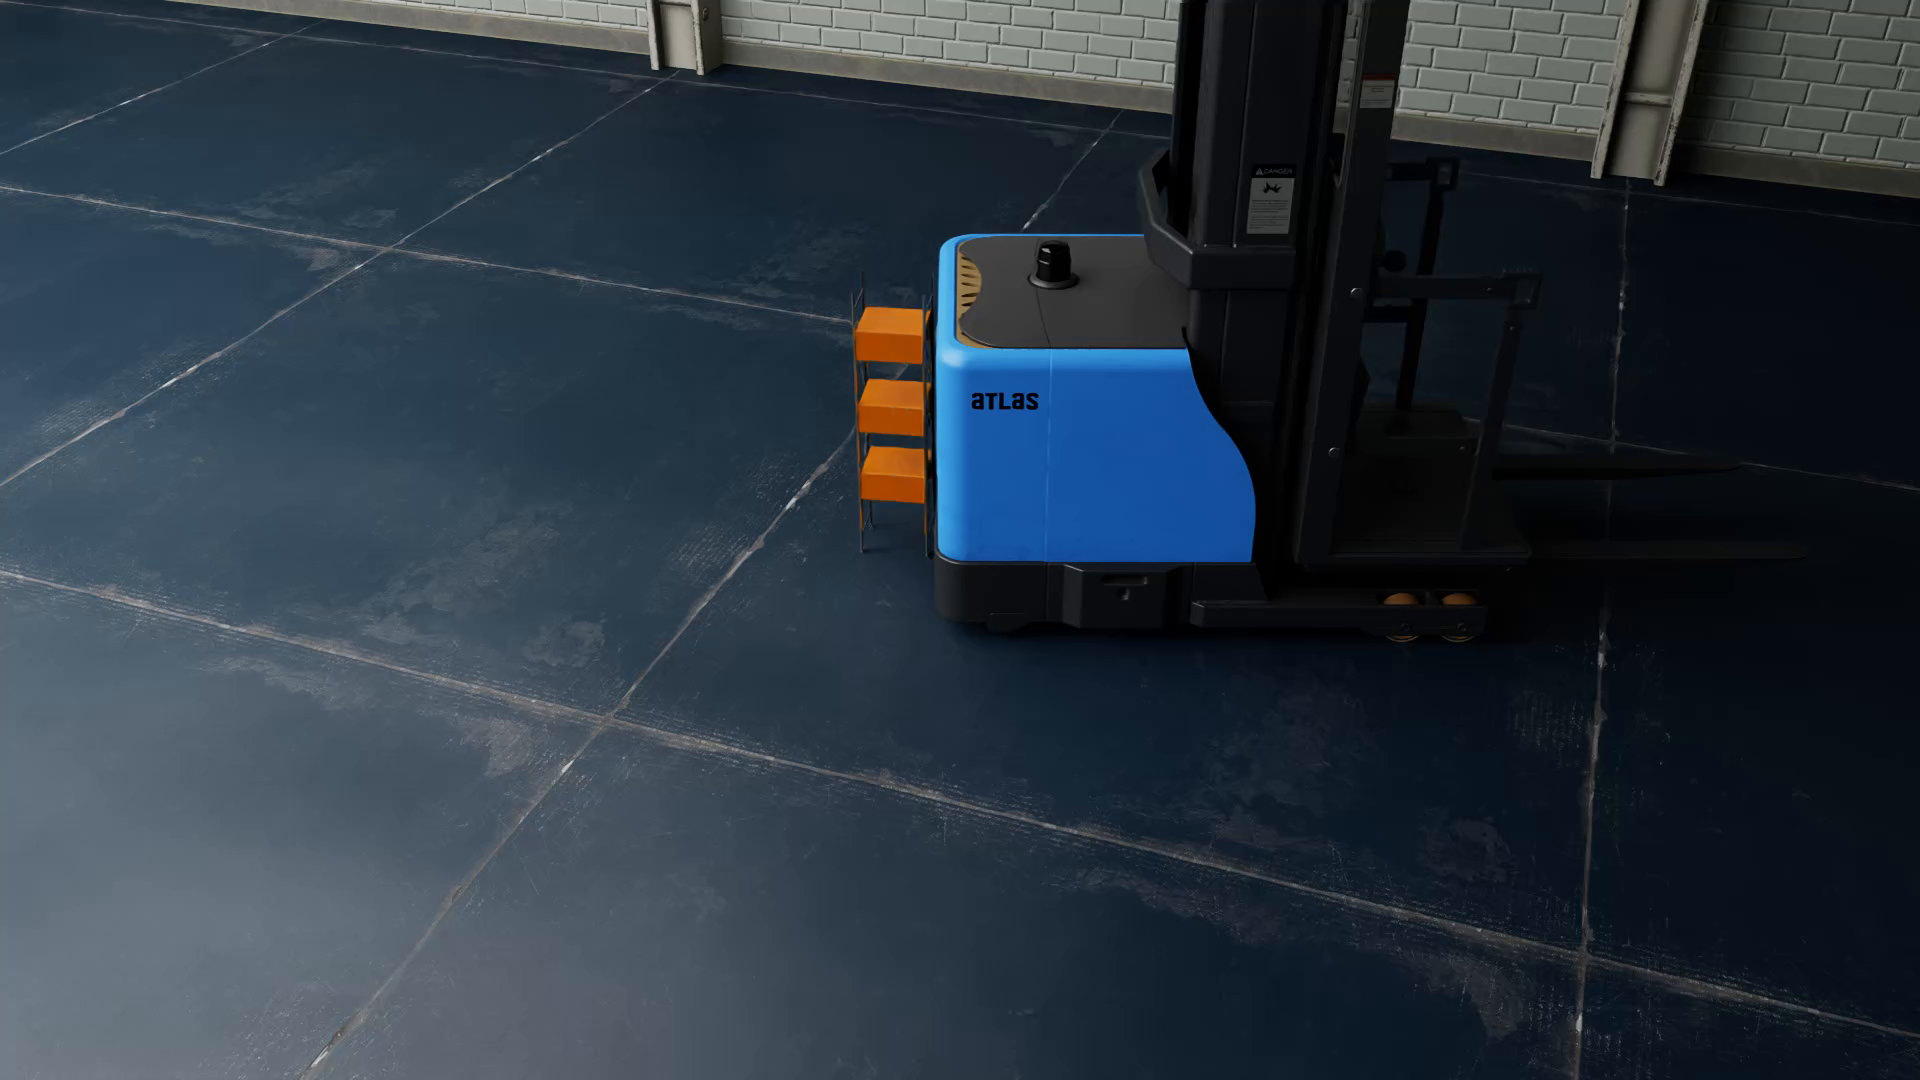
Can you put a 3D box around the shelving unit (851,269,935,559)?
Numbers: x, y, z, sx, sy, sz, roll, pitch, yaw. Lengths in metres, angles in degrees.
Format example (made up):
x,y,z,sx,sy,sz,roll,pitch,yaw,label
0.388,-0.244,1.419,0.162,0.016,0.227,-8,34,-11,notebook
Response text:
x,y,z,sx,sy,sz,roll,pitch,yaw,label
-0.229,-0.435,5.956,0.252,1.050,0.215,4,33,7,shelving unit

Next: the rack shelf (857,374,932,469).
x,y,z,sx,sy,sz,roll,pitch,yaw,label
-0.229,-0.426,5.962,0.240,0.259,0.215,4,33,7,rack shelf

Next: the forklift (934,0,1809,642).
x,y,z,sx,sy,sz,roll,pitch,yaw,label
1.428,-1.171,5.362,3.031,2.935,1.130,0,33,0,forklift

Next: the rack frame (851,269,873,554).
x,y,z,sx,sy,sz,roll,pitch,yaw,label
-0.350,-0.444,5.970,0.008,1.050,0.200,4,33,7,rack frame

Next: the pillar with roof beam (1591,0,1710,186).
x,y,z,sx,sy,sz,roll,pitch,yaw,label
2.366,-3.682,3.656,0.400,9.000,9.100,11,34,16,pillar with roof beam

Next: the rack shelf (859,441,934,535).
x,y,z,sx,sy,sz,roll,pitch,yaw,label
-0.229,-0.193,6.112,0.240,0.259,0.215,4,33,7,rack shelf

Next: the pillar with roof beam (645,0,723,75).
x,y,z,sx,sy,sz,roll,pitch,yaw,label
-3.282,-4.780,5.357,0.400,9.000,9.100,11,34,16,pillar with roof beam

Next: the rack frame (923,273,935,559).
x,y,z,sx,sy,sz,roll,pitch,yaw,label
-0.109,-0.426,5.942,0.008,1.050,0.200,4,33,7,rack frame

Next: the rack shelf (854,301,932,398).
x,y,z,sx,sy,sz,roll,pitch,yaw,label
-0.229,-0.665,5.808,0.240,0.259,0.215,4,33,7,rack shelf
